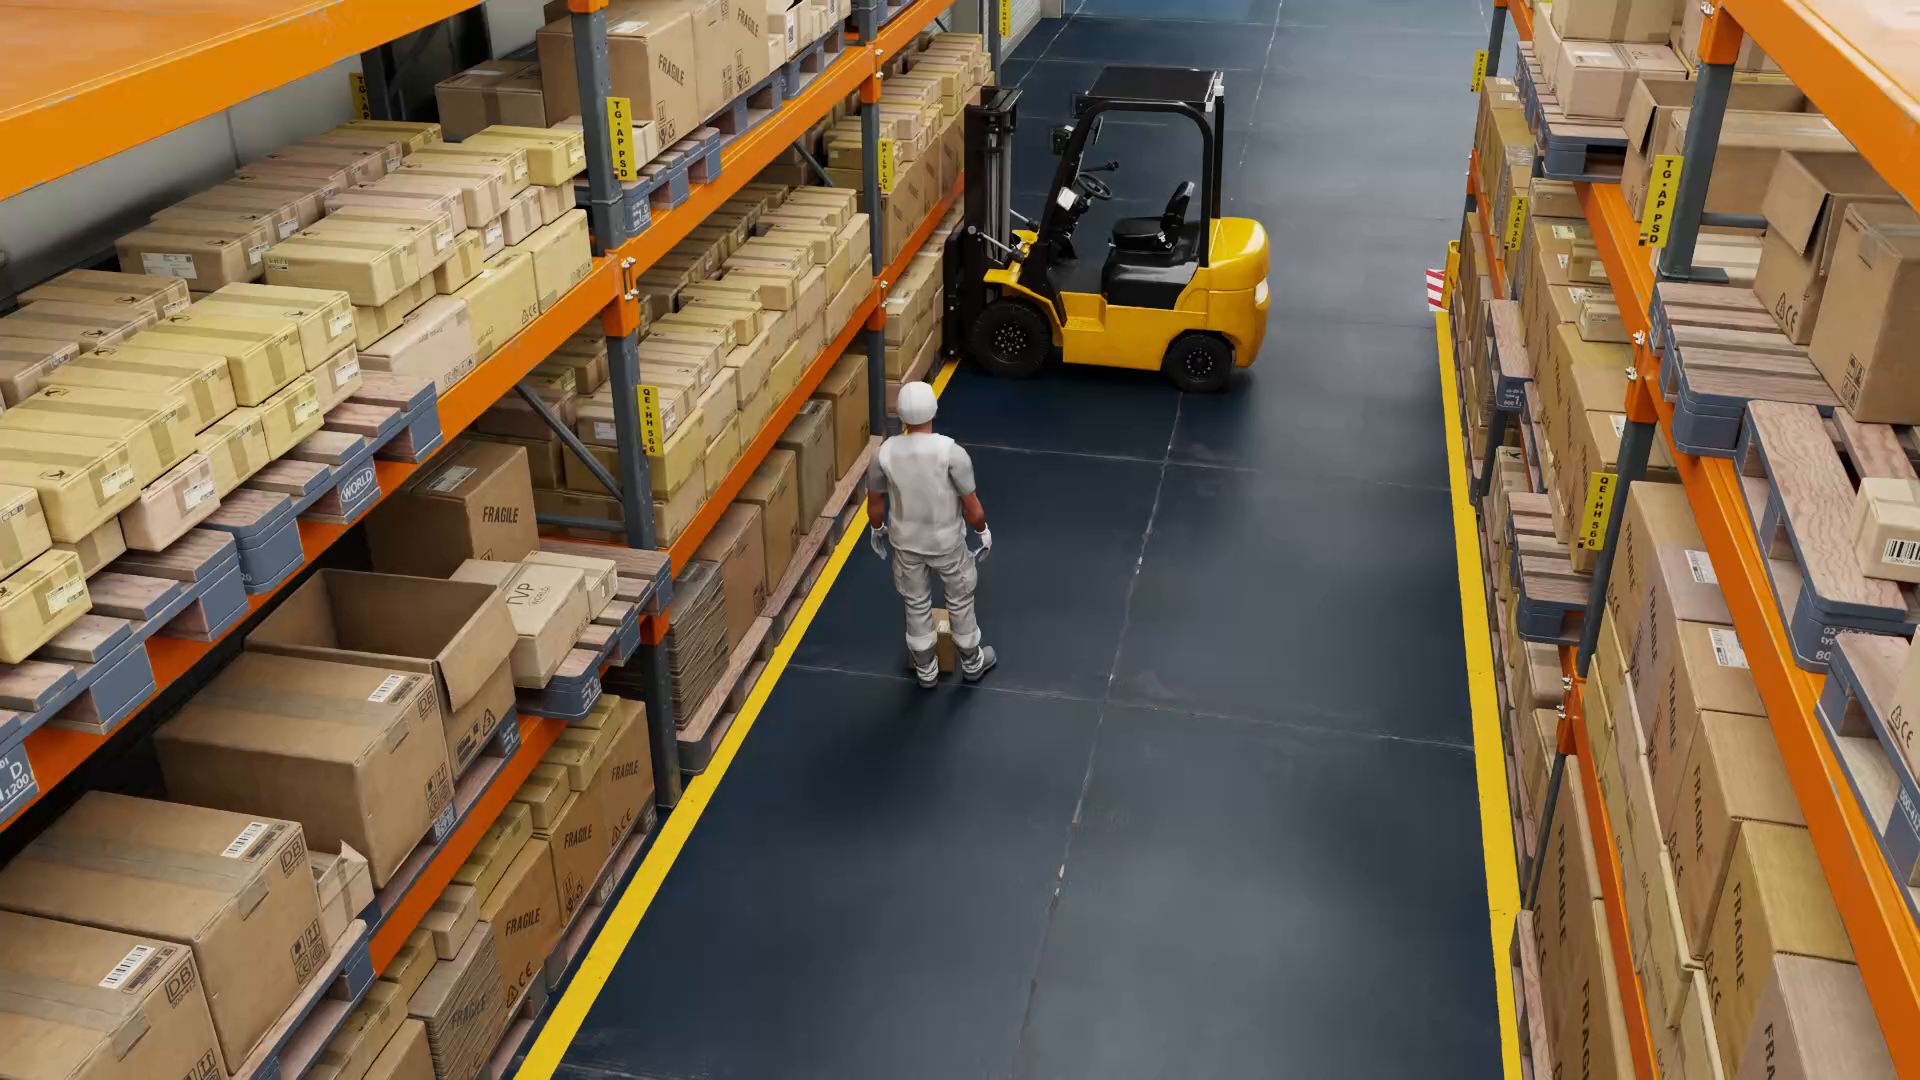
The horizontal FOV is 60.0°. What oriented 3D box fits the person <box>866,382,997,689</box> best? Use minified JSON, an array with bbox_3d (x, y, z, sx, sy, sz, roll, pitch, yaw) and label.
[{"bbox_3d":[-0.142,-0.040,8.653,0.638,1.787,0.564,6,29,11],"label":"person"}]
